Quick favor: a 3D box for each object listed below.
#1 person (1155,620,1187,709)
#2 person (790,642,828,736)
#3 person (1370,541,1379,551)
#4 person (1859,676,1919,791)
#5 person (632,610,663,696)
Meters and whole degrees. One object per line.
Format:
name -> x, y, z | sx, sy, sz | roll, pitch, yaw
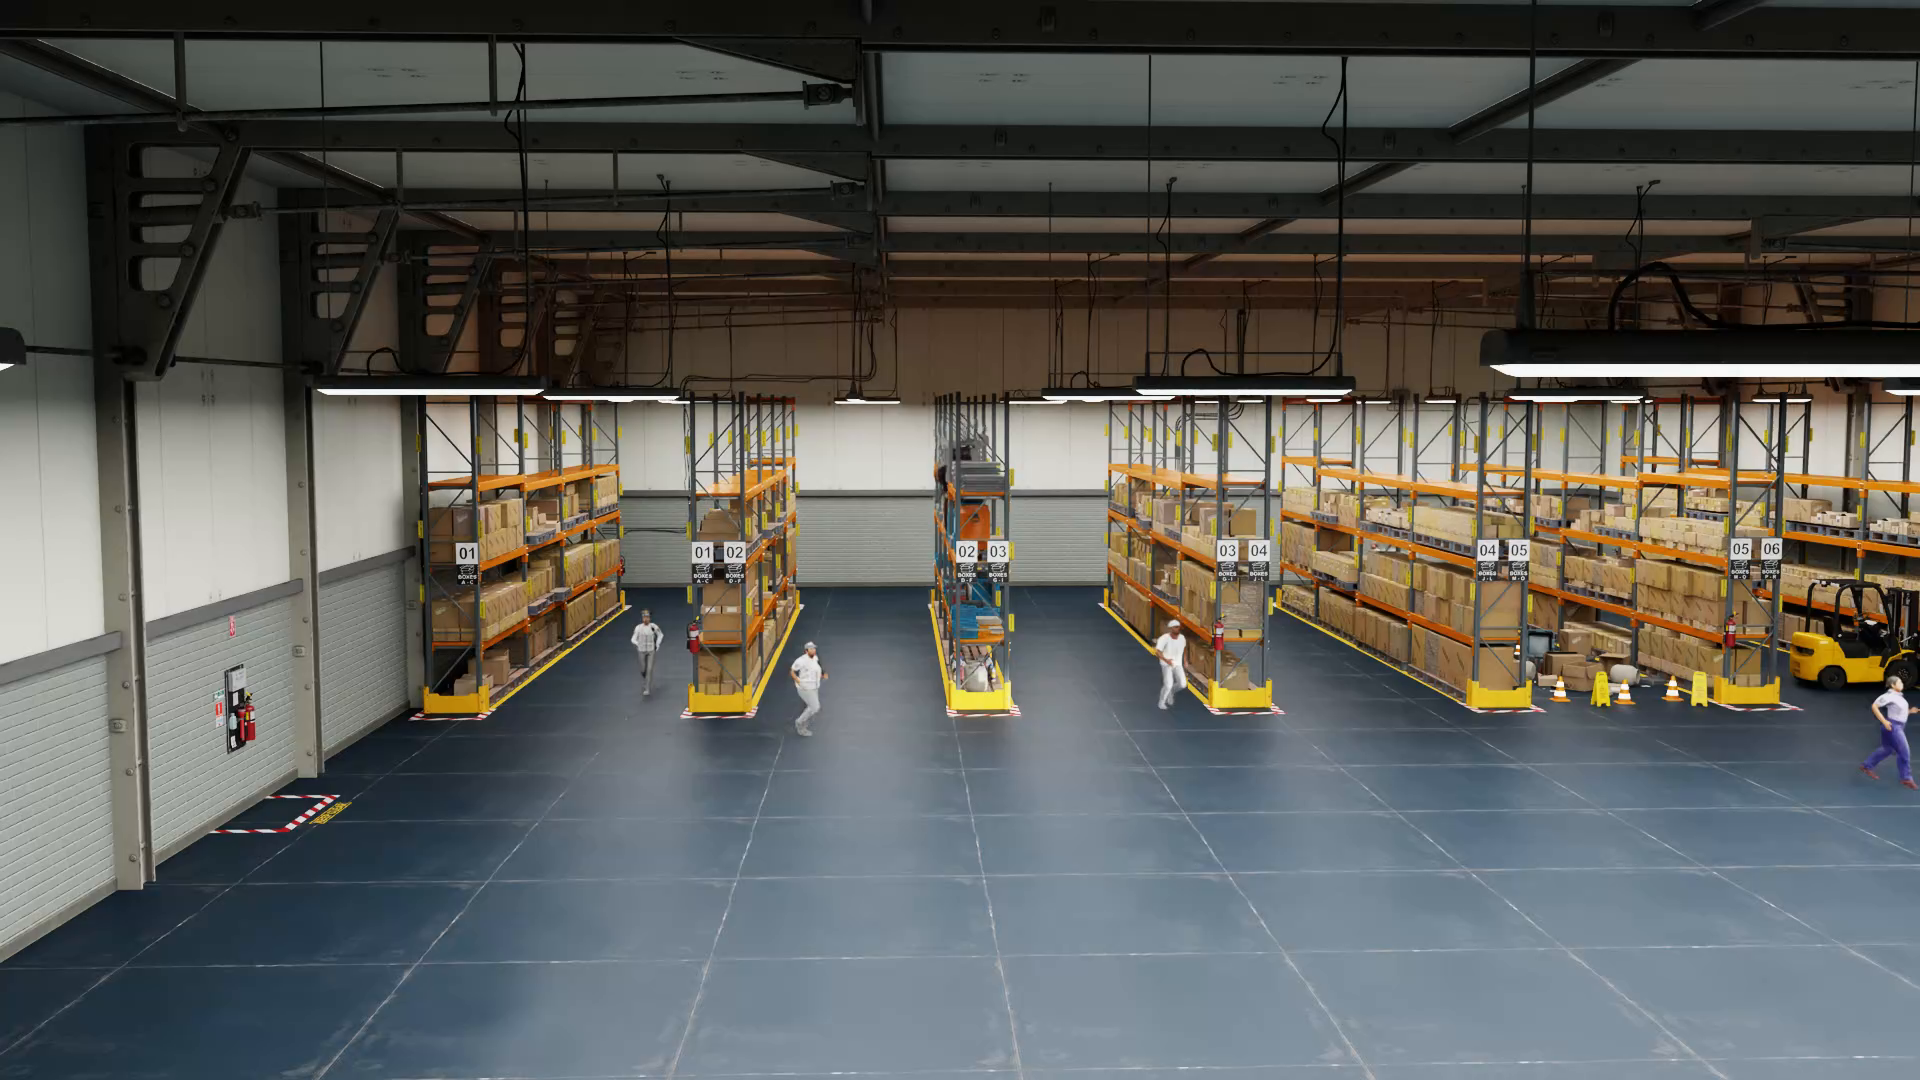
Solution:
person -> 4.043, 2.349, 31.392 | 0.747, 1.687, 0.553 | -2, 5, -24
person -> -2.581, 2.586, 28.925 | 0.585, 1.633, 0.586 | 3, 5, 30
person -> 12.304, 0.953, 49.238 | 0.868, 1.702, 0.718 | 0, 5, 1
person -> 14.066, 2.888, 25.095 | 0.878, 1.662, 0.594 | 4, 6, 38
person -> -6.228, 2.221, 33.126 | 0.618, 1.669, 0.890 | -1, 5, -8
